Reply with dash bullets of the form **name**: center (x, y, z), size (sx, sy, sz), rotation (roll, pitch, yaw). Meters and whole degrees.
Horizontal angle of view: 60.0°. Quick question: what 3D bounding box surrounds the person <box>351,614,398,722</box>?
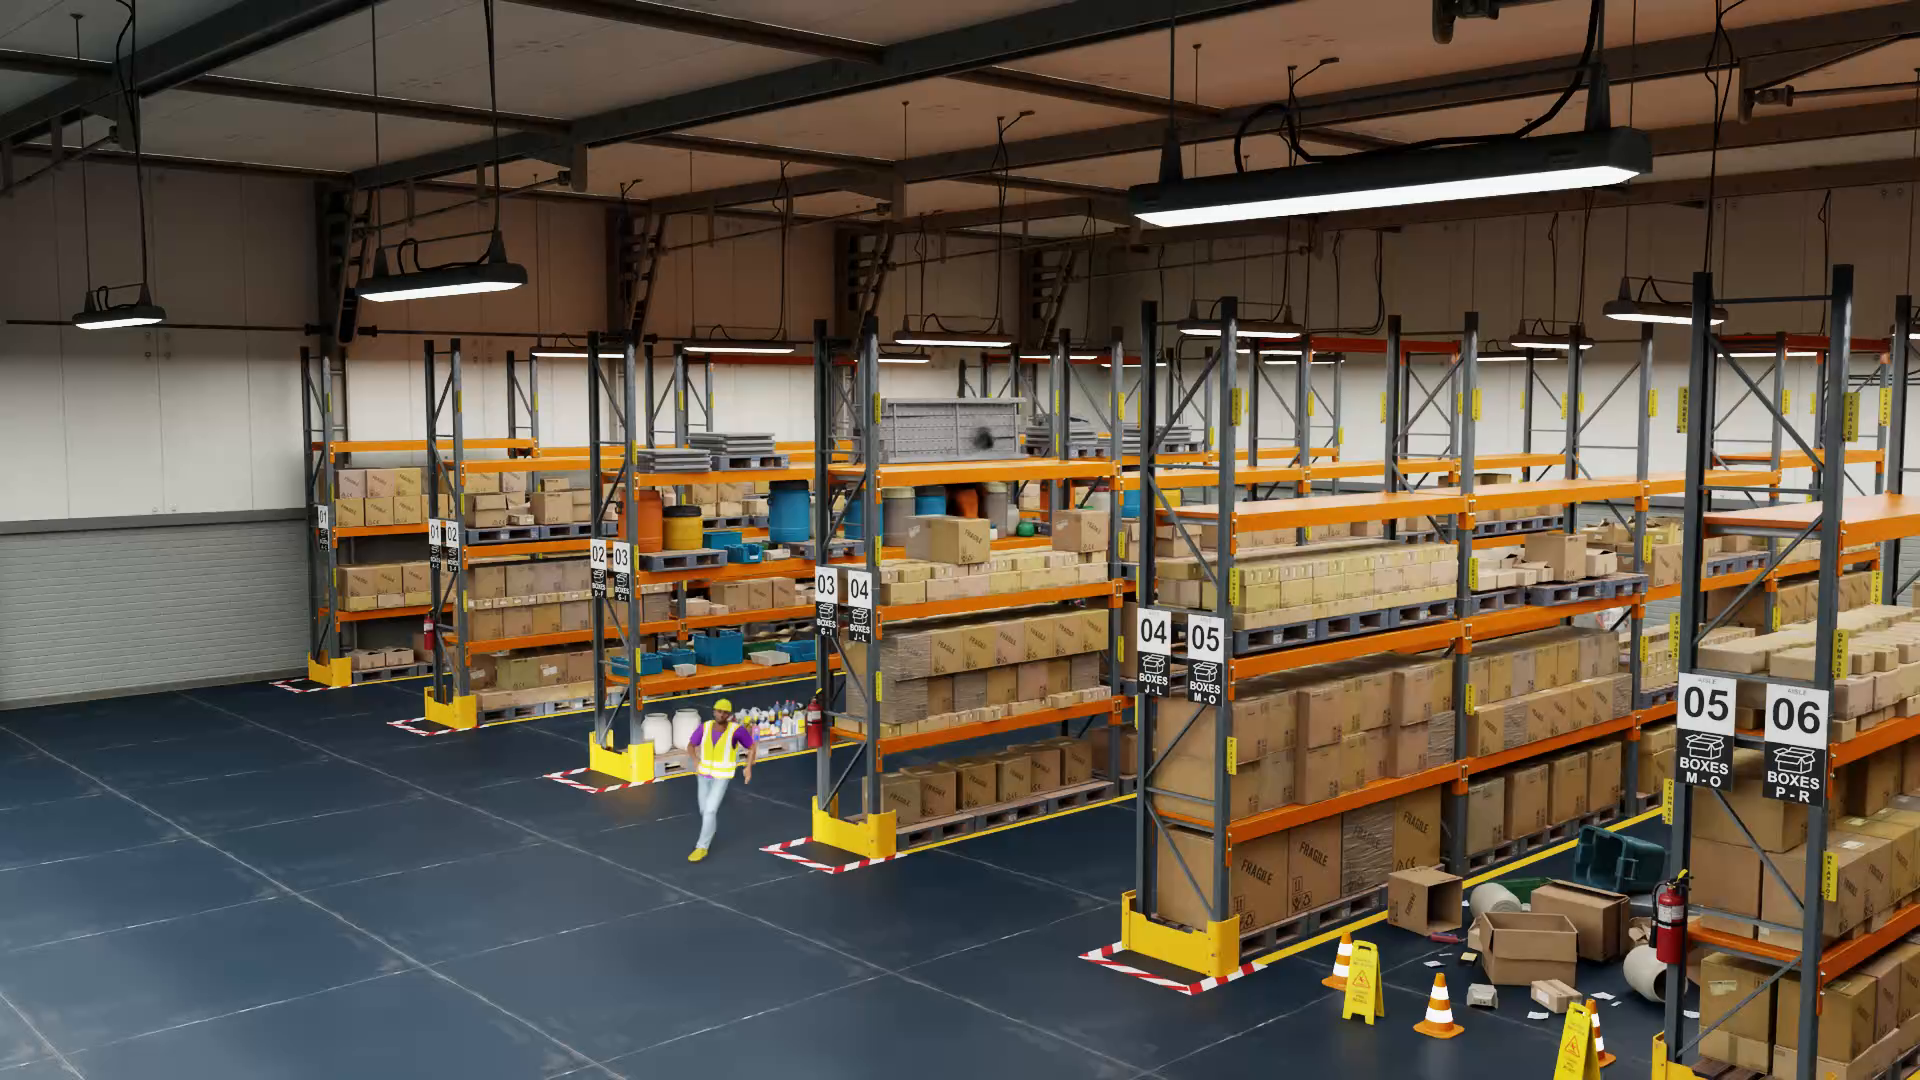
- **person**: center (-9.355, 2.011, 26.491), size (0.680, 1.712, 0.755), rotation (2, 5, 20)

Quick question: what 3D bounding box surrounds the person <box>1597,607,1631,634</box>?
- **person**: center (10.924, 1.861, 27.778), size (0.668, 1.765, 0.643), rotation (3, 6, 33)

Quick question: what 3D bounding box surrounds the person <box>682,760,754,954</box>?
- **person**: center (-2.288, 2.928, 15.656), size (0.691, 1.756, 0.770), rotation (0, 5, 1)

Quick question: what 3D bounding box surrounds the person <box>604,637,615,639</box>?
- **person**: center (-6.163, 1.777, 29.674), size (0.537, 1.581, 0.779), rotation (4, 7, 40)
